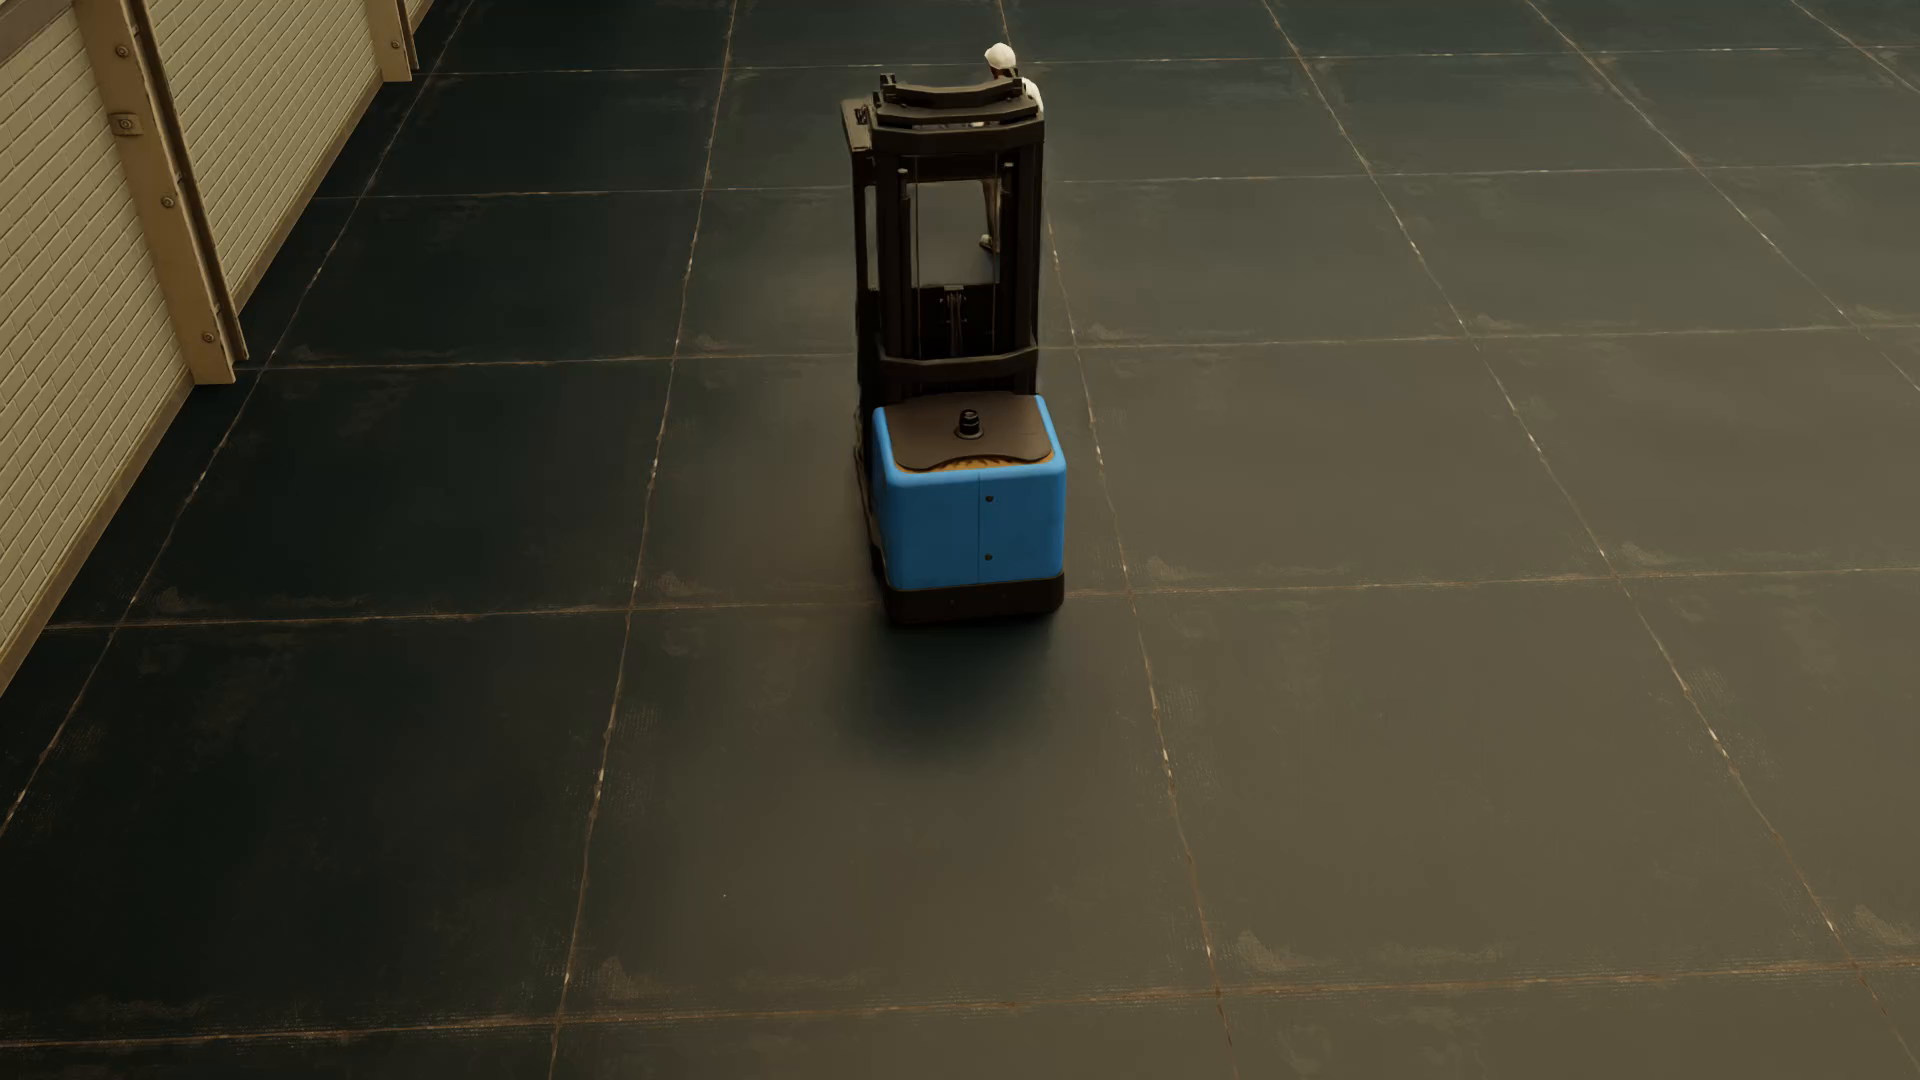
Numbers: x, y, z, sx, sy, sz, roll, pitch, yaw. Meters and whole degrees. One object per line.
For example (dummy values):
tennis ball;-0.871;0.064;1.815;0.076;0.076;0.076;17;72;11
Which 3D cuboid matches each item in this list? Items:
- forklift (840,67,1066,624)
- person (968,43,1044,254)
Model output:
forklift;-0.109;-1.556;10.147;1.130;2.935;3.031;-5;36;-7
person;0.325;-3.145;13.309;0.664;1.768;0.563;-10;37;-14
